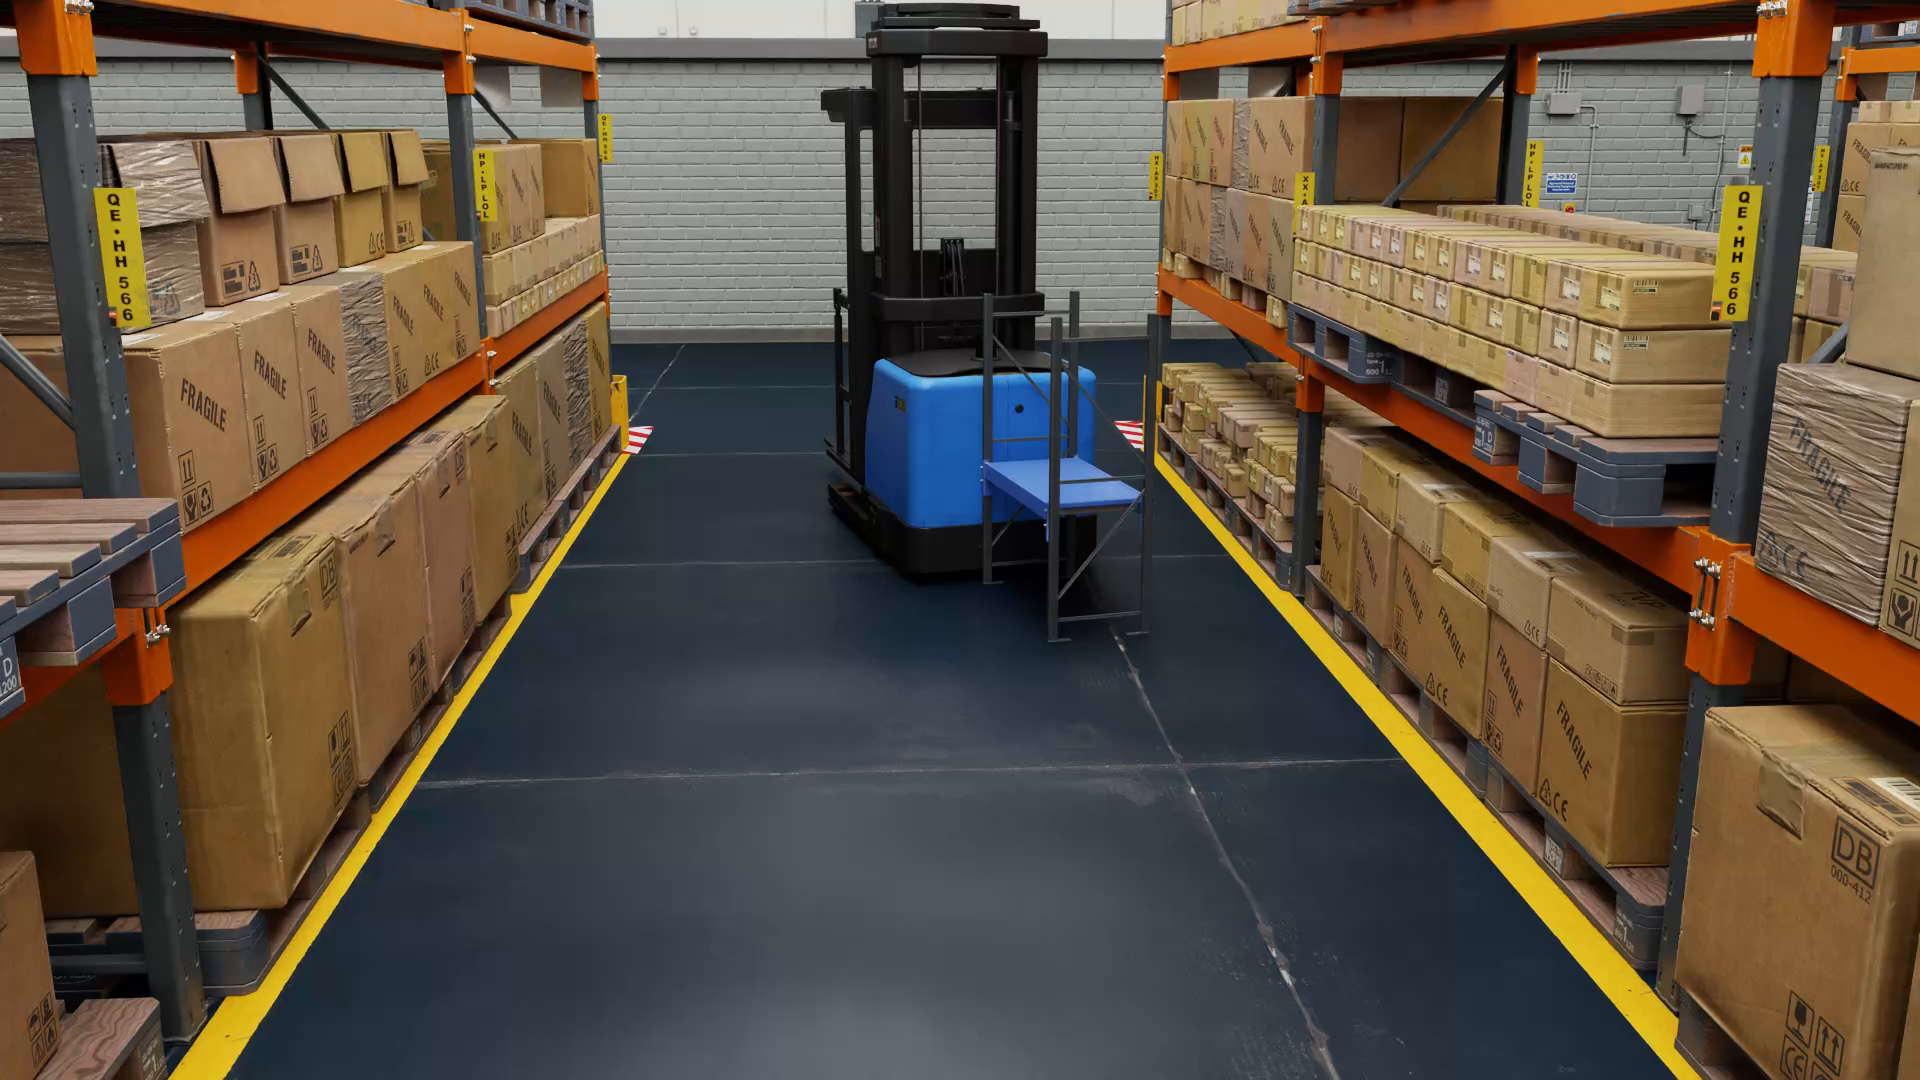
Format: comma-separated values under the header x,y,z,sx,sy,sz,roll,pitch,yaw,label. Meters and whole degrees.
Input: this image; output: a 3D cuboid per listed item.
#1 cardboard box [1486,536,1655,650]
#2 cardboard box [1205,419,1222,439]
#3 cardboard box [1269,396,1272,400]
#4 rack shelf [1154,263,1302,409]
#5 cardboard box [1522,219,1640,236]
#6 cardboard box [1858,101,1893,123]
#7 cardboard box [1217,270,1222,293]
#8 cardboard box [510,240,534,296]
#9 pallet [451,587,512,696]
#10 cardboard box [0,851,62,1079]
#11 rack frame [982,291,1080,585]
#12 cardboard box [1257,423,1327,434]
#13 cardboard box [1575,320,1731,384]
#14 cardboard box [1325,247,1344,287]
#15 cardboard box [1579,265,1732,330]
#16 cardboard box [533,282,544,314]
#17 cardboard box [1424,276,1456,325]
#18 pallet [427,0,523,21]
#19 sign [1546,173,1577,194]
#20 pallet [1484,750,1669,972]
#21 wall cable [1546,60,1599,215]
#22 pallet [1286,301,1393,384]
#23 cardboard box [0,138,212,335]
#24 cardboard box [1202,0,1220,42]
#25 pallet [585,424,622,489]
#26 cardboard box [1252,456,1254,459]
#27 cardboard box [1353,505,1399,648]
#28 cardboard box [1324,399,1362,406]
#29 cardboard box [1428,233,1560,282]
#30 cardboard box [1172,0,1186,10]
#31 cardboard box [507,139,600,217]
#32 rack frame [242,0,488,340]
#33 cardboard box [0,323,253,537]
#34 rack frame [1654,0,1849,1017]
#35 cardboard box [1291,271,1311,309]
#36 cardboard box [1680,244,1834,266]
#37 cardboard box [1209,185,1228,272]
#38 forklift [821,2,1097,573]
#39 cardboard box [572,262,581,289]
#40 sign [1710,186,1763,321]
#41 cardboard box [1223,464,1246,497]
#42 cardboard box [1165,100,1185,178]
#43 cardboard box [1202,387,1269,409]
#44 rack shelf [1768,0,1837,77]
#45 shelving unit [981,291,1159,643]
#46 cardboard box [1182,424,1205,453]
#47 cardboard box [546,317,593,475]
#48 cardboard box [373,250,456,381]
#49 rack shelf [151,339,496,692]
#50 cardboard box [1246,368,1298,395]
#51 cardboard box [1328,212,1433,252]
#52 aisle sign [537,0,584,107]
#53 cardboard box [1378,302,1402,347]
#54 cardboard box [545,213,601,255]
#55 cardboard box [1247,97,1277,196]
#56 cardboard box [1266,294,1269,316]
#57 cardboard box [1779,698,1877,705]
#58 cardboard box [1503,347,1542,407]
x,y,z,sx,sy,sz,roll,pitch,yaw,label
2.087,0.168,5.522,0.500,0.250,0.500,-1,14,-3,cardboard box
1.797,-0.748,10.695,0.380,0.149,0.250,-2,15,-6,cardboard box
2.289,-0.885,11.227,0.380,0.149,0.250,-1,15,-6,cardboard box
2.062,-1.328,10.112,1.077,0.370,4.000,-1,14,-3,rack shelf
2.465,-1.195,6.617,0.380,0.149,0.250,-1,14,-5,cardboard box
6.618,-3.030,11.773,0.380,0.149,0.250,-1,14,-2,cardboard box
1.778,-1.580,10.150,0.380,0.149,0.250,0,14,-1,cardboard box
-2.565,-1.444,8.822,0.500,0.250,0.500,-1,14,-4,cardboard box
-2.648,0.413,7.496,1.003,0.211,1.213,-1,14,-3,pallet
-2.462,1.031,3.633,0.700,0.500,0.500,-2,15,-6,cardboard box
0.359,-0.513,8.511,0.500,1.500,0.032,-4,15,-16,rack frame
1.887,-0.565,9.387,0.380,0.149,0.250,0,14,-2,cardboard box
1.948,-0.526,4.615,0.380,0.149,0.250,-1,14,-2,cardboard box
1.785,-1.171,7.123,0.380,0.149,0.250,-1,14,-2,cardboard box
1.945,-0.669,4.574,0.380,0.149,0.250,-1,15,-6,cardboard box
-2.525,-1.345,9.237,0.380,0.149,0.250,-1,14,-4,cardboard box
1.866,-0.847,5.862,0.380,0.149,0.250,-1,14,-2,cardboard box
-2.811,-2.741,8.318,1.003,0.211,1.213,-1,14,-3,pallet
6.447,-3.823,17.822,0.327,0.218,0.001,-1,14,-3,sign
2.386,0.972,5.326,1.003,0.211,1.213,-1,14,-3,pallet
6.499,-4.185,17.669,0.585,1.953,0.123,-1,14,-3,wall cable
2.088,-0.894,7.366,1.003,0.211,1.213,-1,14,-3,pallet
-2.553,-0.849,4.593,0.797,0.503,0.637,0,14,-2,cardboard box
1.783,-3.179,10.145,0.500,0.250,0.500,-1,14,-5,cardboard box
-2.891,-0.574,11.335,1.003,0.211,1.213,-1,14,-3,pallet
1.868,-0.417,9.408,0.380,0.149,0.250,-1,14,-3,cardboard box
2.001,0.147,7.107,0.500,0.500,0.500,0,14,-1,cardboard box
2.300,-0.768,10.176,0.380,0.149,0.250,-1,14,-3,cardboard box
1.867,-0.991,5.824,0.380,0.149,0.250,0,14,-1,cardboard box
1.706,-3.680,11.089,0.500,0.250,0.500,-1,14,-3,cardboard box
-2.727,-2.440,11.189,0.500,0.500,0.500,-1,14,-3,cardboard box
-2.771,-1.128,7.890,1.000,3.000,0.127,-1,14,-3,rack frame
-2.282,-0.306,4.497,0.500,0.500,0.500,0,14,-2,cardboard box
2.433,-0.184,4.223,1.000,3.000,0.127,-1,14,-3,rack frame
1.751,-1.156,7.660,0.380,0.149,0.250,-2,15,-6,cardboard box
2.552,-0.866,5.339,0.380,0.149,0.250,-1,15,-6,cardboard box
1.804,-1.869,9.974,0.500,0.500,0.500,-1,14,-5,cardboard box
-0.178,-1.570,9.747,1.130,2.935,3.031,-4,15,-16,forklift
-2.604,-1.663,10.476,0.380,0.149,0.250,-1,14,-5,cardboard box
1.892,-0.696,4.047,0.100,0.325,0.005,-1,14,-3,sign
1.757,-0.352,9.752,0.380,0.149,0.250,-1,14,-4,cardboard box
1.701,-2.735,11.332,0.500,0.500,0.500,-1,14,-4,cardboard box
1.762,-0.888,10.644,0.380,0.149,0.250,0,14,-1,cardboard box
2.557,-0.791,2.006,1.077,0.370,4.000,-1,14,-3,rack shelf
0.502,-0.392,8.038,0.538,1.500,1.048,-4,15,-16,shelving unit
1.677,-0.671,10.992,0.380,0.149,0.250,-1,14,-3,cardboard box
-2.843,-0.913,10.475,0.875,0.875,0.875,-1,14,-3,cardboard box
-2.446,-0.941,6.963,0.500,0.500,0.500,0,14,-2,cardboard box
-2.647,-0.282,6.046,1.077,0.370,4.000,-1,14,-3,rack shelf
2.182,-1.094,11.442,0.380,0.149,0.250,-1,14,-2,cardboard box
1.787,-1.311,7.069,0.380,0.149,0.250,-1,14,-3,cardboard box
-2.724,-3.404,11.520,0.394,0.787,0.004,-1,14,-3,aisle sign
1.837,-0.831,6.398,0.380,0.149,0.250,-1,14,-4,cardboard box
-2.724,-2.078,11.285,0.500,0.250,0.500,-1,14,-4,cardboard box
1.849,-2.097,8.853,0.500,0.500,0.500,-1,14,-5,cardboard box
1.853,-1.255,8.887,0.380,0.149,0.250,0,14,-1,cardboard box
2.644,0.643,5.181,0.500,0.500,0.500,-2,15,-6,cardboard box
1.914,-0.507,5.140,0.380,0.149,0.250,-1,14,-2,cardboard box
